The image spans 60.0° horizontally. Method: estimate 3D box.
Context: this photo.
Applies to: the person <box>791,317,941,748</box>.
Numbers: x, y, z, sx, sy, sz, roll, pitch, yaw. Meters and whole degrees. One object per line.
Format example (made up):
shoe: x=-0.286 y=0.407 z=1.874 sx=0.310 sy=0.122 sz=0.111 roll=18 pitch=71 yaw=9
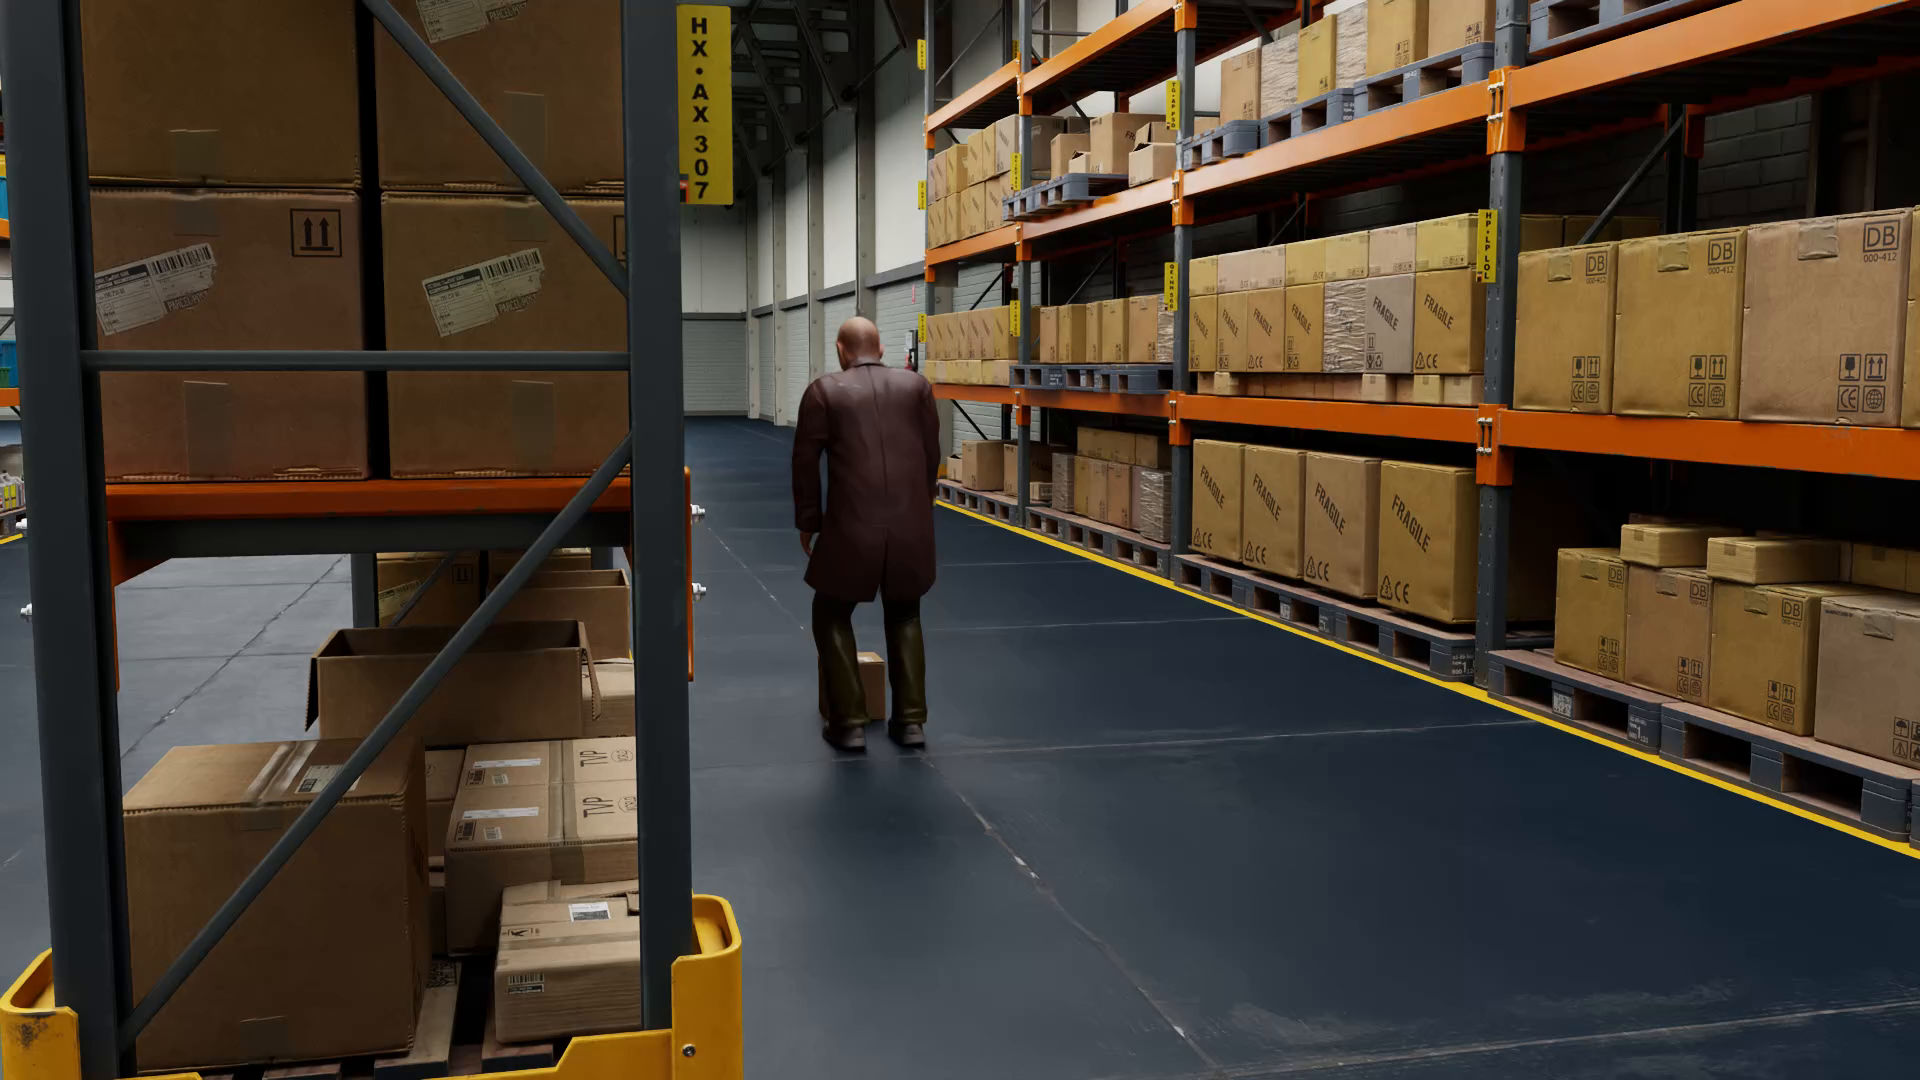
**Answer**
person: x=-0.370 y=0.045 z=6.603 sx=0.599 sy=1.549 sz=0.466 roll=-2 pitch=6 yaw=-15
